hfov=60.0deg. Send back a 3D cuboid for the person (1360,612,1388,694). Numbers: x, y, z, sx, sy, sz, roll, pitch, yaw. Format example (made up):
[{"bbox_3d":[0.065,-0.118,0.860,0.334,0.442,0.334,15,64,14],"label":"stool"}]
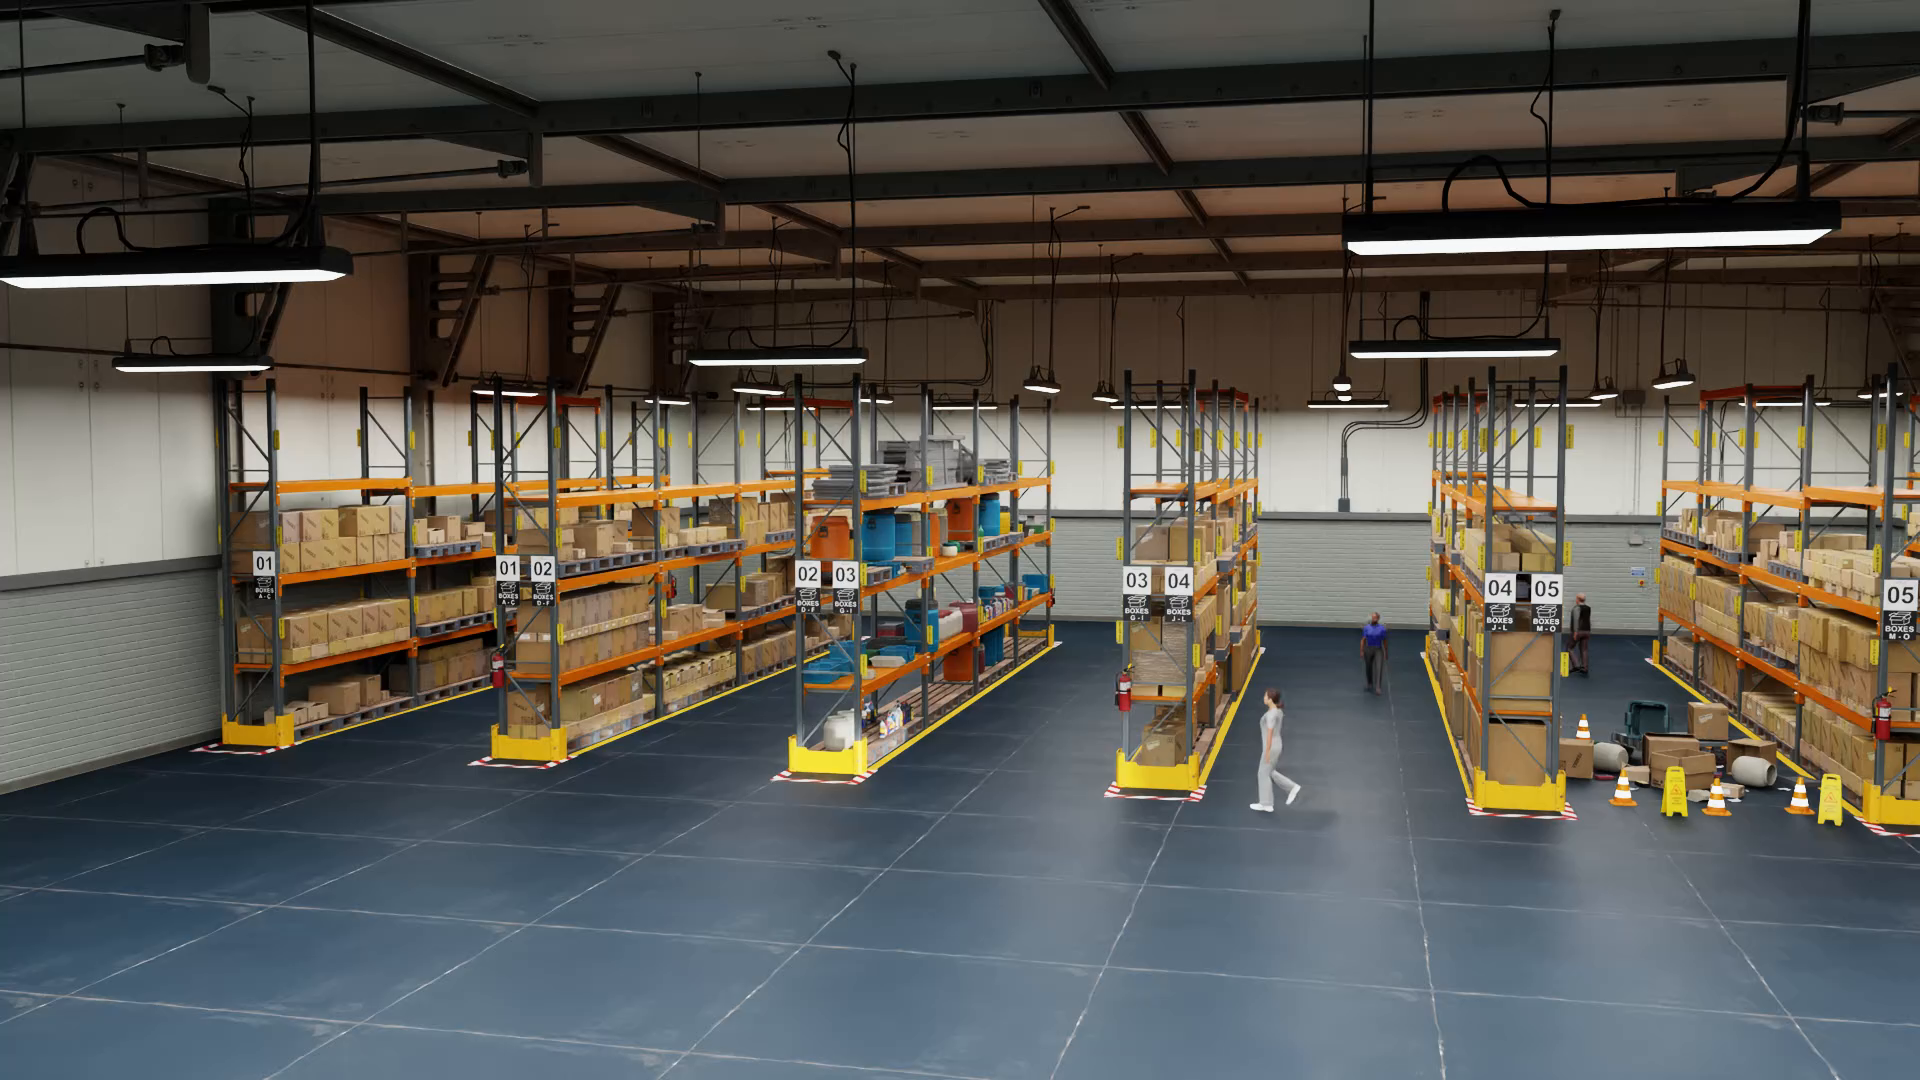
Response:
[{"bbox_3d":[8.191,2.218,32.886,0.550,1.569,1.053,1,4,12],"label":"person"}]

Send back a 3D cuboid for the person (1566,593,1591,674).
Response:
[{"bbox_3d":[13.295,2.012,35.592,0.553,1.725,0.503,-1,4,-20],"label":"person"}]

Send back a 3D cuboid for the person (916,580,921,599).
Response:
[{"bbox_3d":[-0.888,1.750,40.504,0.509,1.603,1.064,1,4,16],"label":"person"}]

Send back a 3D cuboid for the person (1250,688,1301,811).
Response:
[{"bbox_3d":[4.247,2.816,22.353,0.663,1.654,0.449,1,4,12],"label":"person"}]
